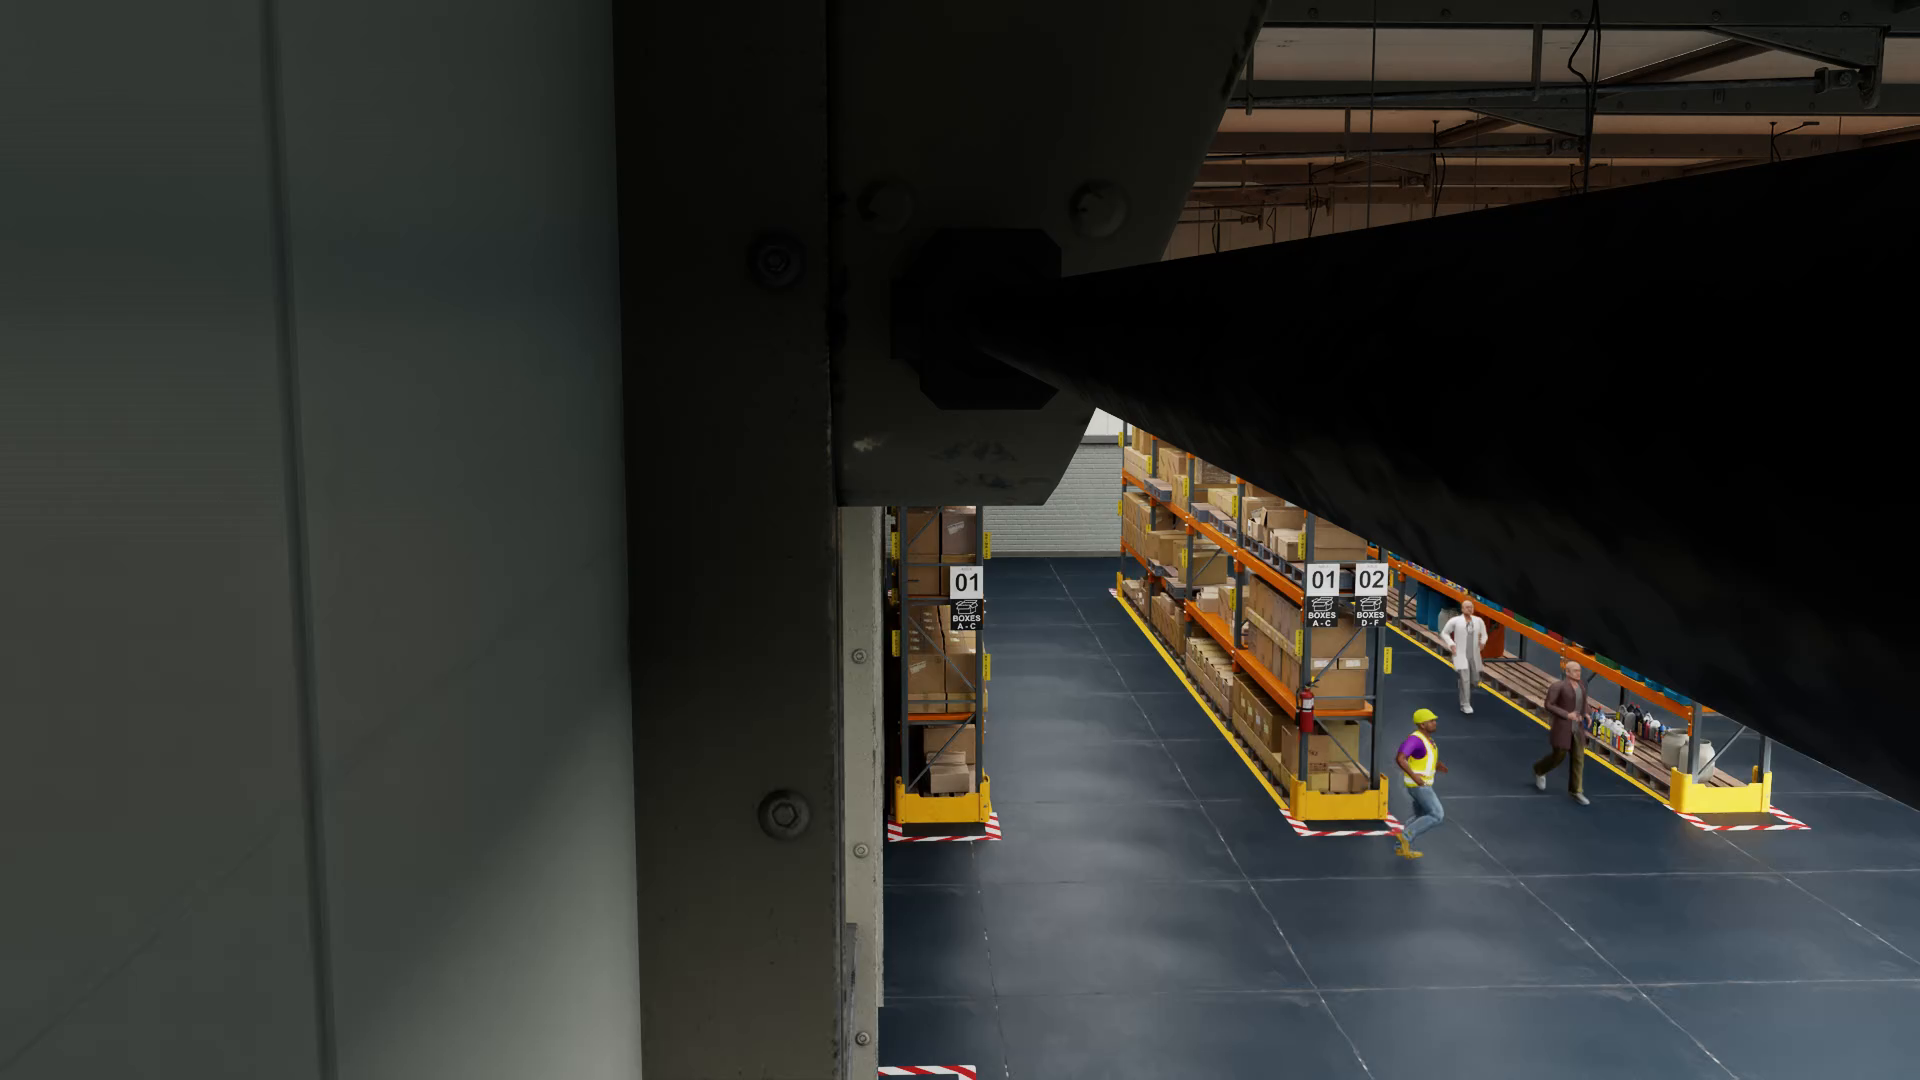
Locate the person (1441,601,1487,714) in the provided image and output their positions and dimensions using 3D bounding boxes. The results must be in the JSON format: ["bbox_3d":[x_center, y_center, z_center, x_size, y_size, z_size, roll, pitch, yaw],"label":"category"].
[{"bbox_3d":[7.929,1.810,26.118,0.715,1.735,0.826,0,8,-3],"label":"person"}]

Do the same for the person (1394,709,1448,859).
[{"bbox_3d":[5.276,2.777,18.993,0.542,1.721,0.719,4,9,23],"label":"person"}]

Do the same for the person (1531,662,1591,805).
[{"bbox_3d":[7.838,2.439,21.477,0.741,1.784,0.957,-3,9,-20],"label":"person"}]

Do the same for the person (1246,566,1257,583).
[{"bbox_3d":[6.103,0.644,34.304,0.635,1.793,0.719,-2,8,-11],"label":"person"}]
